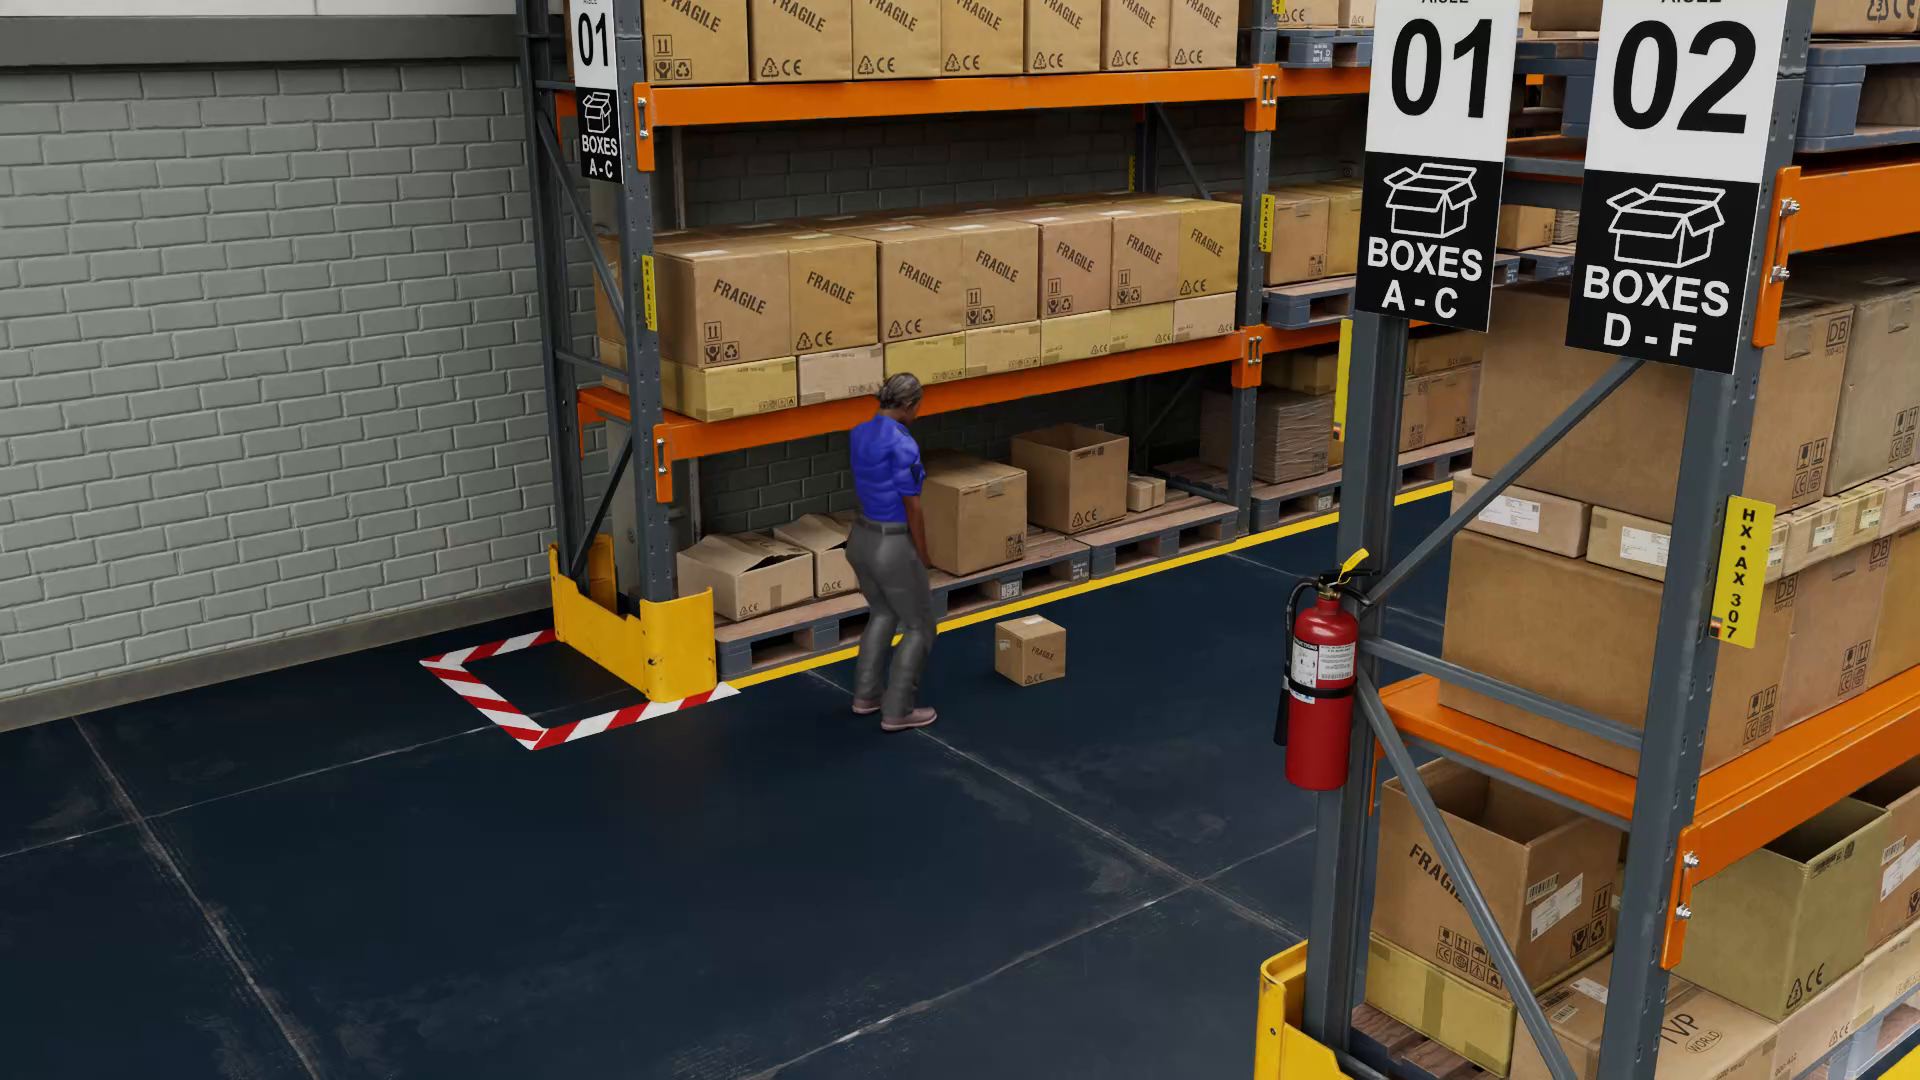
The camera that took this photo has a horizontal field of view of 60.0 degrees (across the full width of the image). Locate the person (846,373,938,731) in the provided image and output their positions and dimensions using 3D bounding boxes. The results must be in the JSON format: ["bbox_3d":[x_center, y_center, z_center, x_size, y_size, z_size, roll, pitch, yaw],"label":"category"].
[{"bbox_3d":[-0.323,0.050,7.507,0.375,1.610,0.457,-13,22,-35],"label":"person"}]
